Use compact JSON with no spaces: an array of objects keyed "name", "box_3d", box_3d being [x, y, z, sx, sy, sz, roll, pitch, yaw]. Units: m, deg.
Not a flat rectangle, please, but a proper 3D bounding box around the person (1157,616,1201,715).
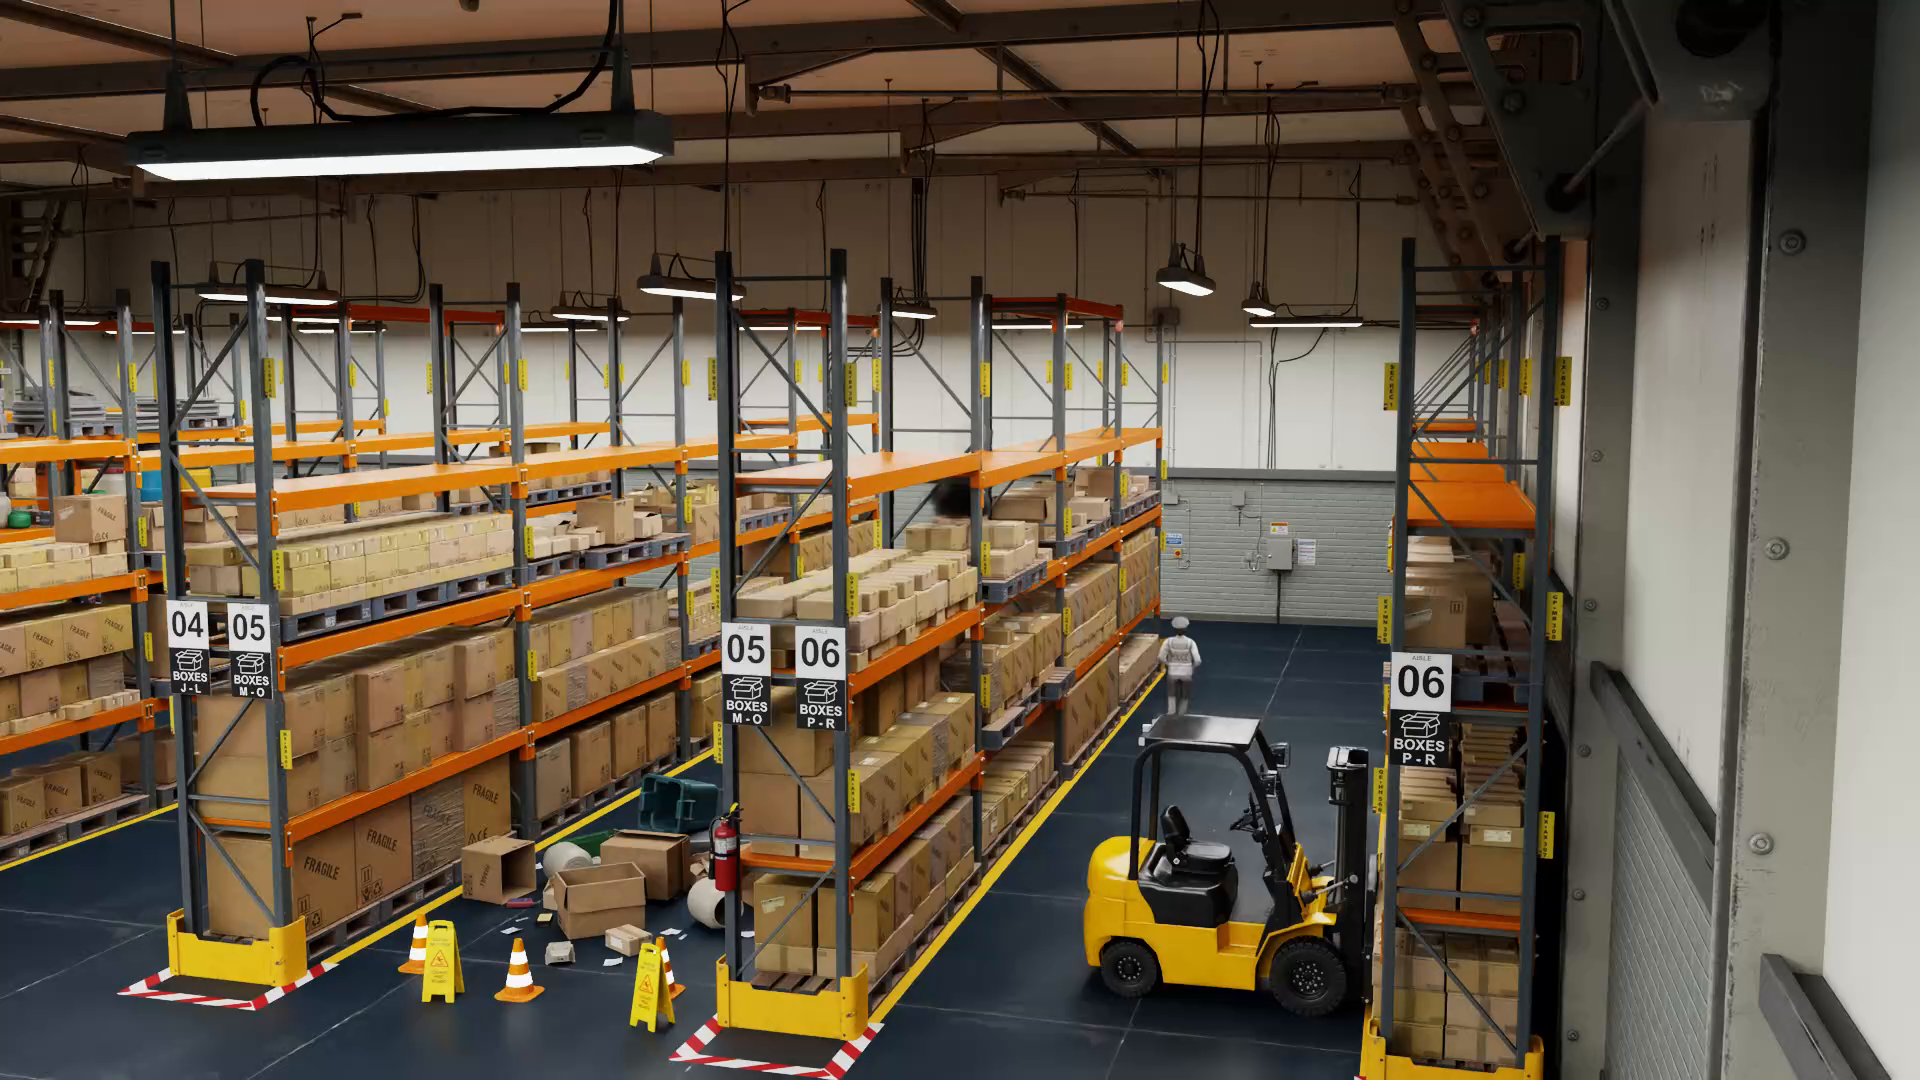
[{"name":"person","box_3d":[3.071,1.883,23.284,0.611,1.649,0.558,1,6,12]}]
